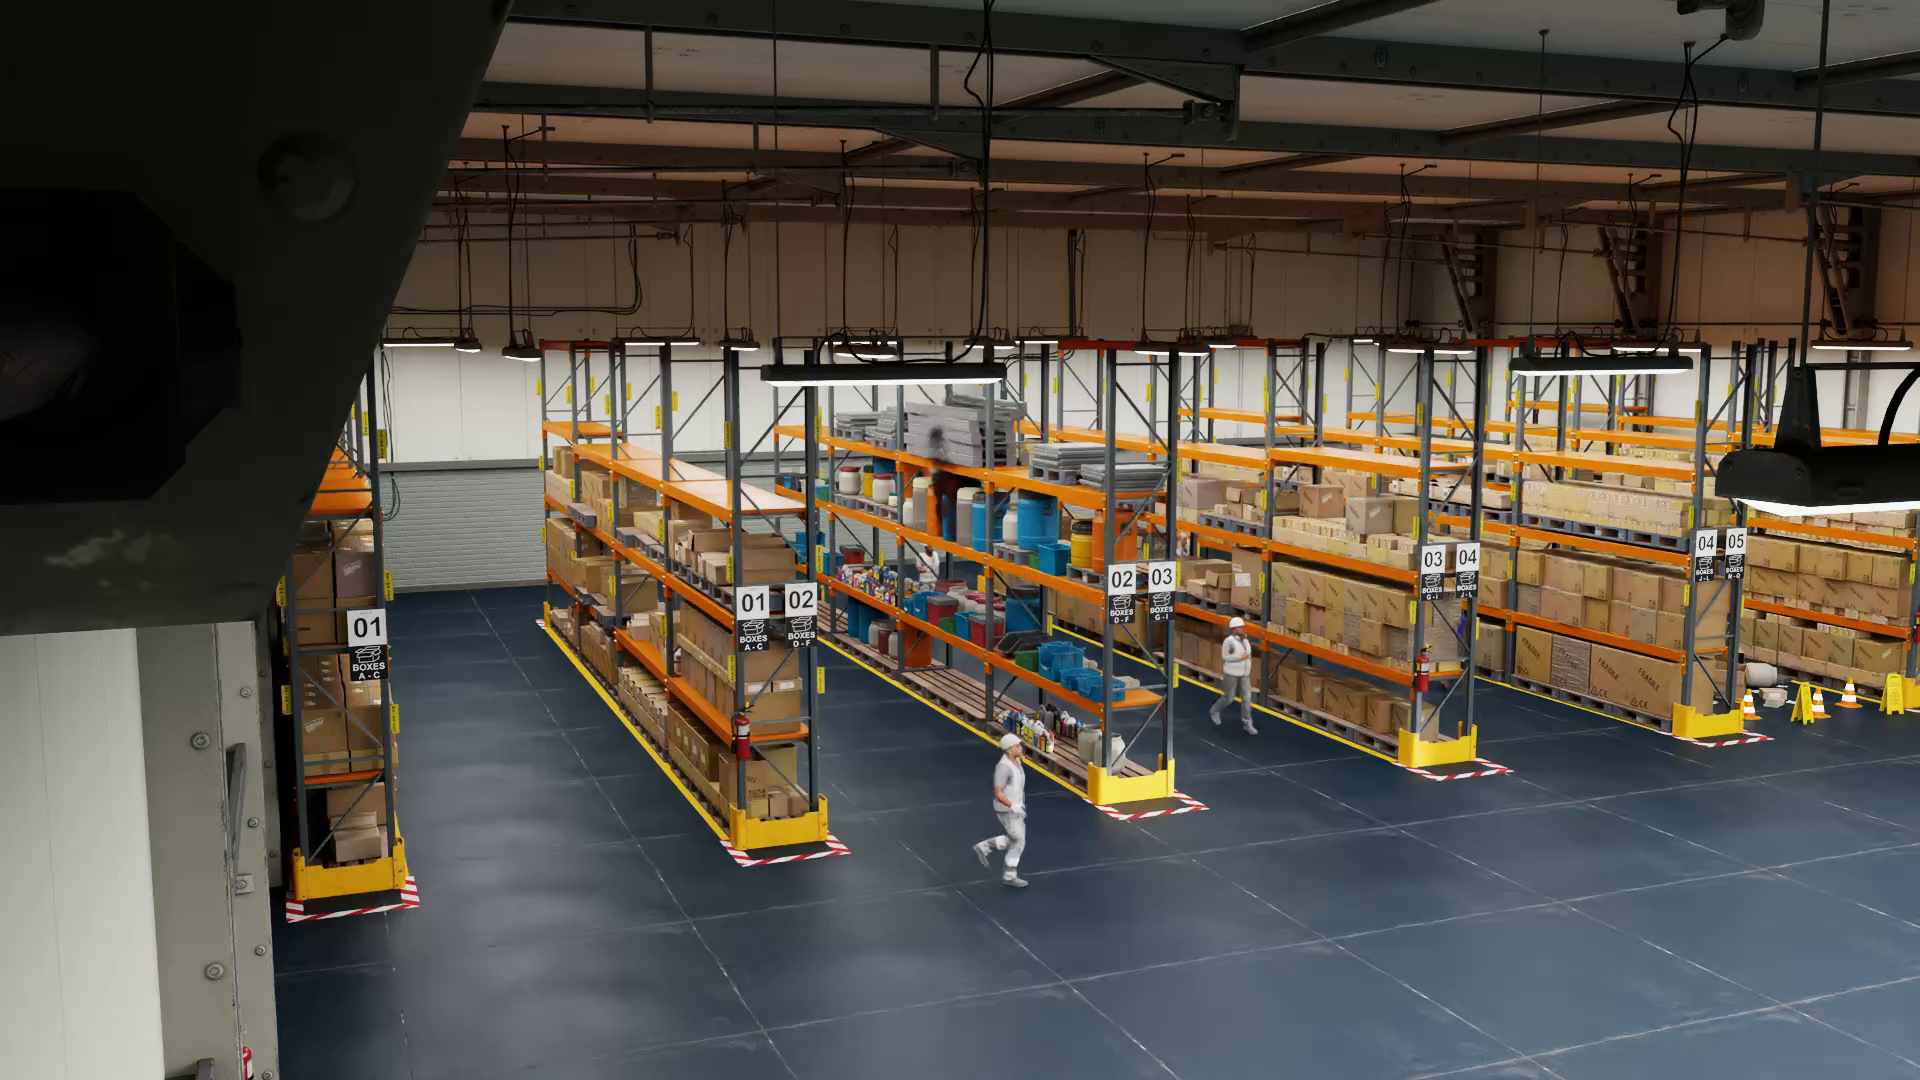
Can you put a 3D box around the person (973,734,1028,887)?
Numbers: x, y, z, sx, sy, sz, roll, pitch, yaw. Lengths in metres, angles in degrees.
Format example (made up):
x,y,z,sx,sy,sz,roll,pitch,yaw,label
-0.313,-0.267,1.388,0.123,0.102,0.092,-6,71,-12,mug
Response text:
x,y,z,sx,sy,sz,roll,pitch,yaw,label
0.467,3.034,18.788,0.664,1.760,0.667,2,8,13,person

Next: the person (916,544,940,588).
x,y,z,sx,sy,sz,roll,pitch,yaw,label
-0.667,0.894,34.945,0.665,1.834,0.892,-4,9,-30,person

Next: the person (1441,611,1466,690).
x,y,z,sx,sy,sz,roll,pitch,yaw,label
8.525,1.790,28.701,0.542,1.657,0.684,-3,8,-24,person

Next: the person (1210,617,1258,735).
x,y,z,sx,sy,sz,roll,pitch,yaw,label
4.274,2.075,25.826,0.667,1.780,0.925,-5,9,-35,person

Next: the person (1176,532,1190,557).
x,y,z,sx,sy,sz,roll,pitch,yaw,label
4.889,0.660,37.398,0.752,1.755,1.079,-3,8,-19,person
